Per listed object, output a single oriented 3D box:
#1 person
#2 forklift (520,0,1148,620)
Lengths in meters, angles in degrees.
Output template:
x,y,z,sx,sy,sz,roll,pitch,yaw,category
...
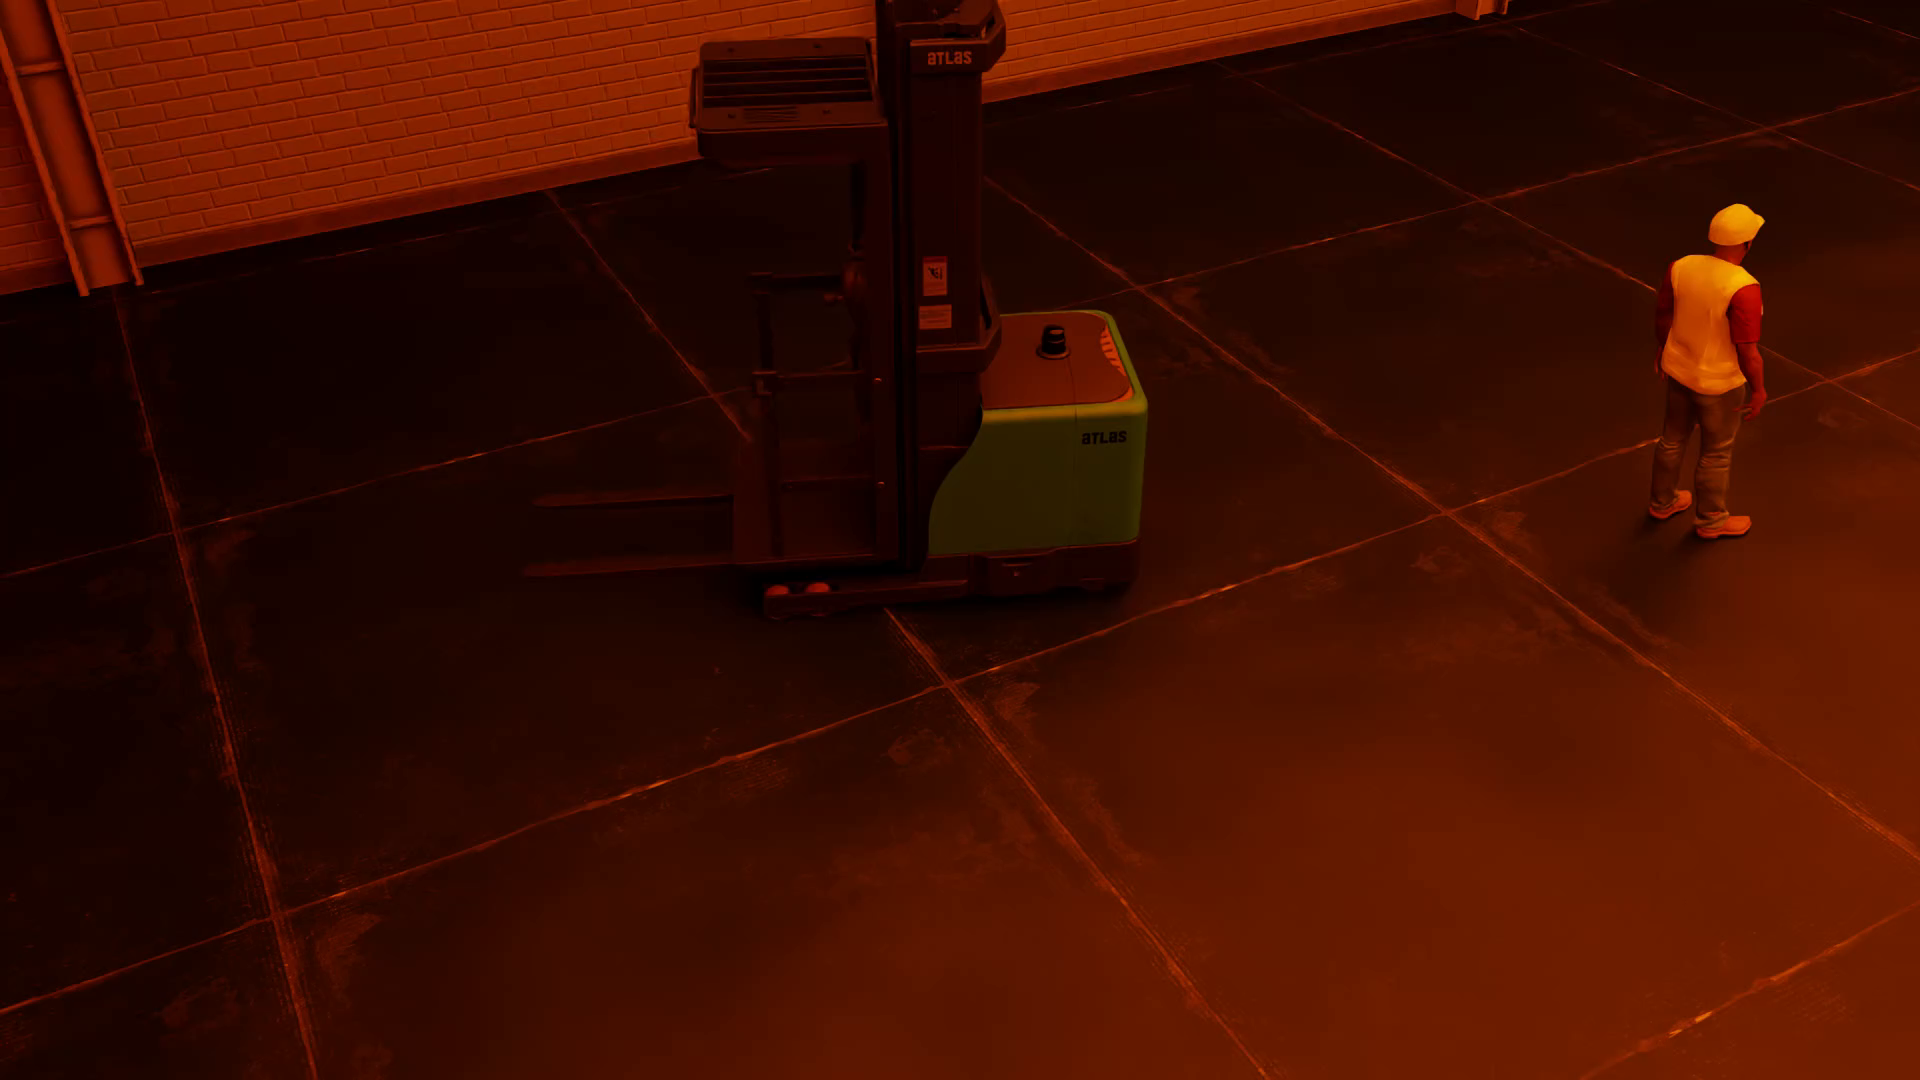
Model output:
x,y,z,sx,sy,sz,roll,pitch,yaw,category
3.788,-0.856,8.334,0.563,1.768,0.664,-15,38,-20,person
-0.660,-1.132,7.724,3.031,2.935,1.130,-4,35,-5,forklift
